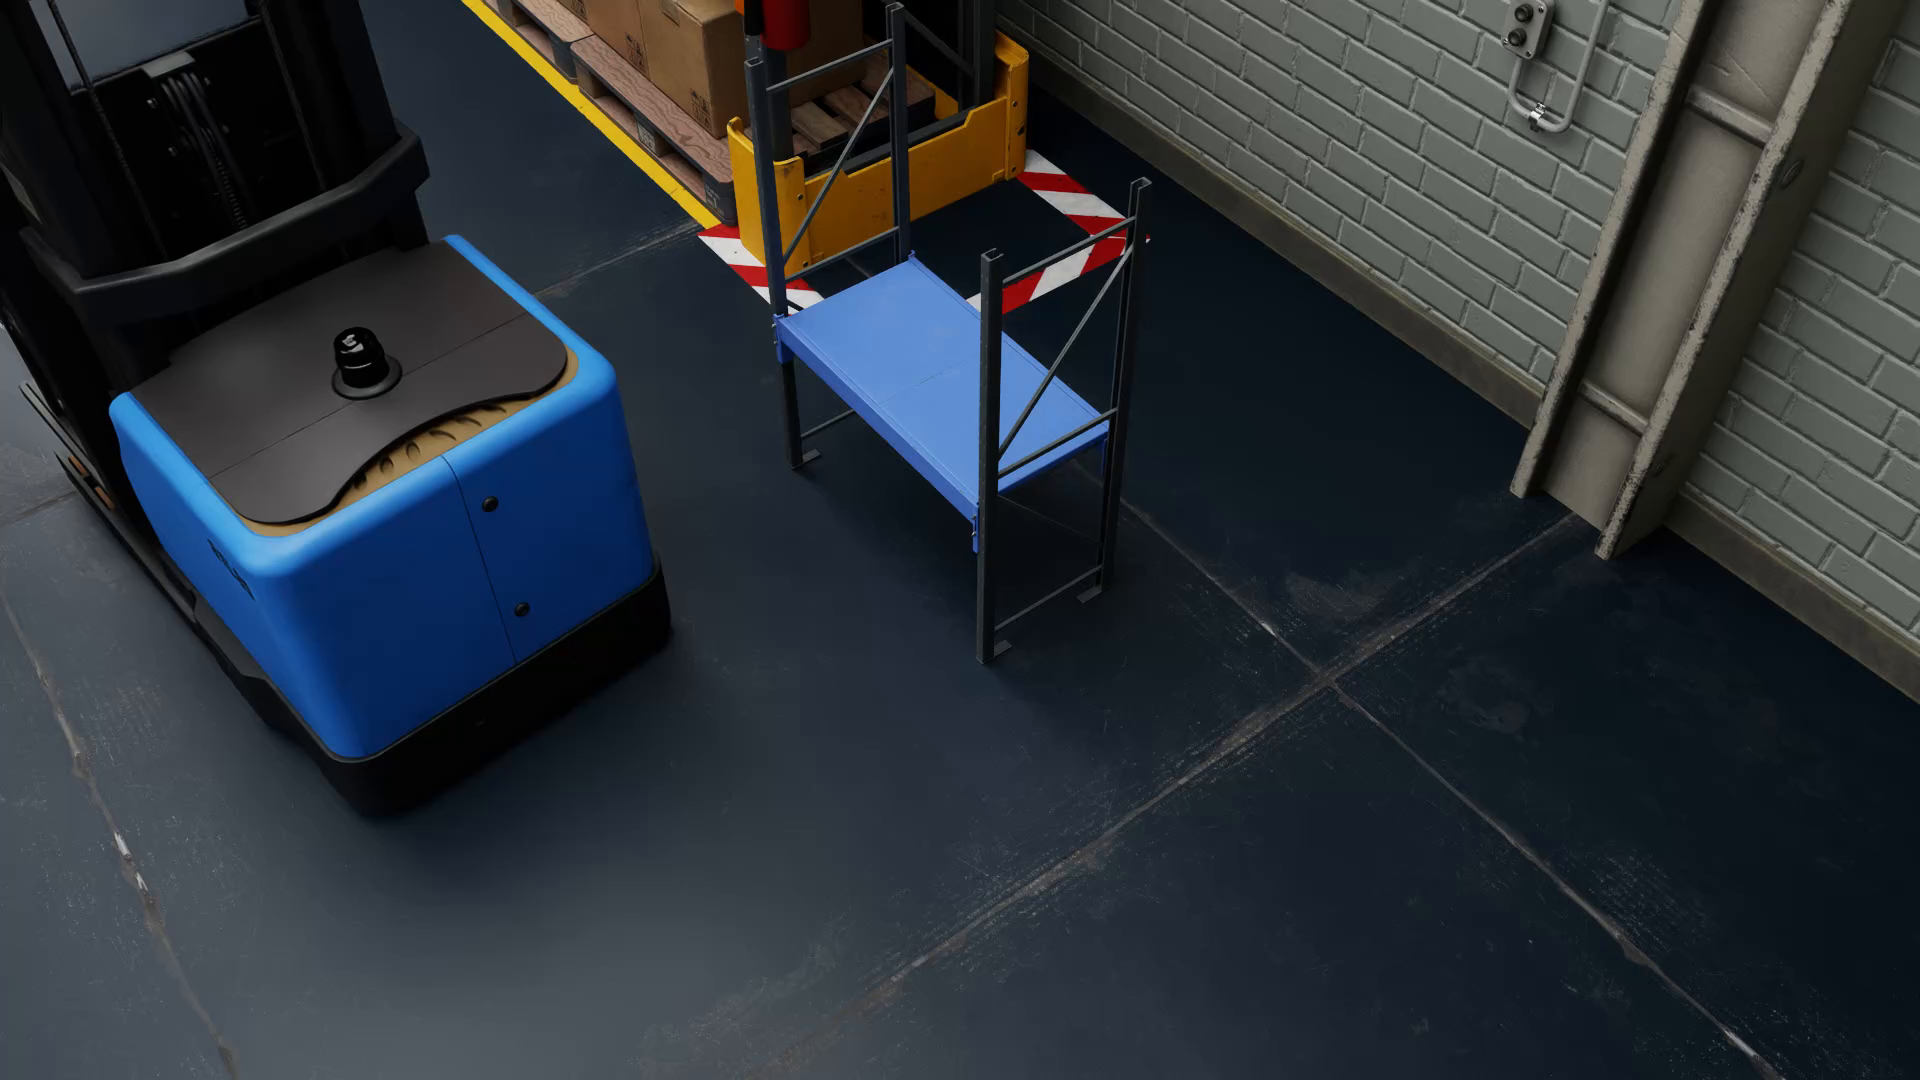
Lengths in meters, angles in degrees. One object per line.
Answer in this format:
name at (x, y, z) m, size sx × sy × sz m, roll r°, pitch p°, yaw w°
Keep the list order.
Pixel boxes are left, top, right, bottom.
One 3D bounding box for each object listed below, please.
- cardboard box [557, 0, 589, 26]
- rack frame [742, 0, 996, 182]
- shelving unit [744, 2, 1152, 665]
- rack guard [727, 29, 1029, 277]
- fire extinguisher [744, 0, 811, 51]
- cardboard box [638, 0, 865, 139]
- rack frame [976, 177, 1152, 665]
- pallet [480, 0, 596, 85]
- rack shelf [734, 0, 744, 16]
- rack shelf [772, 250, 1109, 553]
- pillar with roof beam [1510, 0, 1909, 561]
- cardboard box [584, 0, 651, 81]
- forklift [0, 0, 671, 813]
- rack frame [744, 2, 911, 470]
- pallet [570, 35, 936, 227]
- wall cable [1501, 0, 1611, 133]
cardboard box at (-1.411, -2.589, 6.976) m, size 0.700 × 0.500 × 0.500 m, roll -31°, pitch 55°, yaw -25°
rack frame at (-0.300, -2.328, 5.336) m, size 1.000 × 3.000 × 0.127 m, roll -29°, pitch 54°, yaw -24°
shelving unit at (-0.052, -0.554, 4.740) m, size 0.538 × 1.500 × 1.048 m, roll -29°, pitch 54°, yaw -24°
rack guard at (-0.285, -1.475, 6.250) m, size 1.175 × 0.500 × 0.348 m, roll -29°, pitch 54°, yaw -24°
fire extinguisher at (-0.576, -1.881, 5.235) m, size 0.296 × 0.674 × 0.183 m, roll -29°, pitch 54°, yaw -24°
cardboard box at (-0.803, -1.998, 6.440) m, size 0.700 × 0.500 × 0.500 m, roll -29°, pitch 54°, yaw -24°
rack frame at (0.256, -0.254, 4.468) m, size 0.500 × 1.500 × 0.032 m, roll -29°, pitch 54°, yaw -24°
pallet at (-1.581, -2.547, 7.417) m, size 1.003 × 0.211 × 1.213 m, roll -29°, pitch 54°, yaw -24°
rack shelf at (-1.511, -3.266, 6.672) m, size 1.077 × 0.370 × 4.000 m, roll -29°, pitch 54°, yaw -24°
rack shelf at (-0.052, -0.433, 4.873) m, size 0.538 × 0.185 × 1.000 m, roll -29°, pitch 54°, yaw -24°
pillar with roof beam at (-1.403, -1.208, 0.271) m, size 9.100 × 9.000 × 0.400 m, roll -29°, pitch 54°, yaw -24°
cardboard box at (-1.106, -2.293, 6.708) m, size 0.700 × 0.500 × 0.500 m, roll -30°, pitch 54°, yaw -24°
forklift at (-2.233, -1.250, 4.405) m, size 1.130 × 2.935 × 3.031 m, roll -35°, pitch 57°, yaw -27°
rack frame at (-0.359, -0.854, 5.012) m, size 0.500 × 1.500 × 0.032 m, roll -29°, pitch 54°, yaw -24°
pallet at (-0.846, -1.828, 6.765) m, size 1.003 × 0.211 × 1.213 m, roll -29°, pitch 54°, yaw -24°
wall cable at (1.228, -2.339, 4.660) m, size 0.084 × 1.984 × 1.851 m, roll -29°, pitch 54°, yaw -24°
